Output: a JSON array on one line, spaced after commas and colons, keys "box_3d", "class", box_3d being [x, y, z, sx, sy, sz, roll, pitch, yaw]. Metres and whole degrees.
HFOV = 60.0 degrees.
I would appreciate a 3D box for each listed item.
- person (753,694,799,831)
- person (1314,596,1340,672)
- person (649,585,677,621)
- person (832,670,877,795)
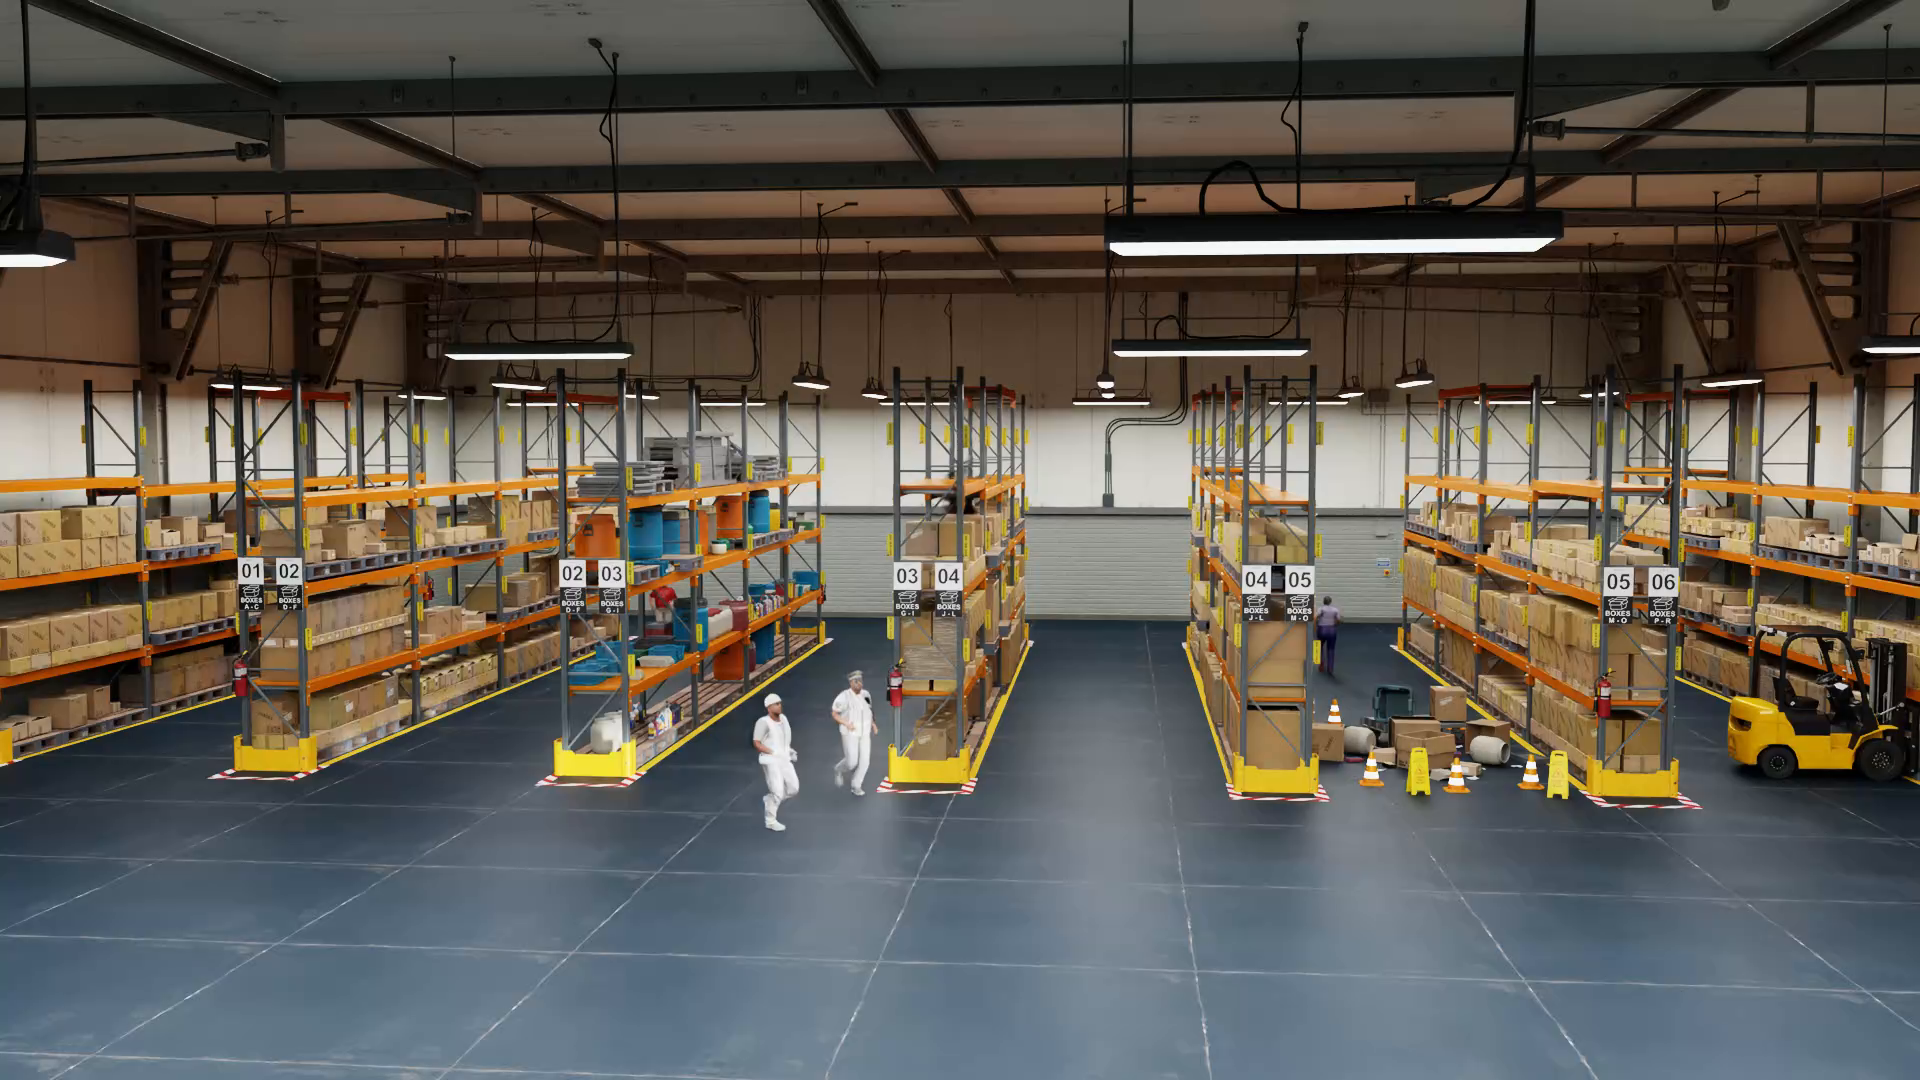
[{"box_3d": [-2.333, 2.821, 21.159, 0.595, 1.737, 0.683, 2, 4, 33], "class": "person"}, {"box_3d": [7.766, 2.002, 35.343, 0.626, 1.644, 0.637, 0, 4, 1], "class": "person"}, {"box_3d": [-7.014, 1.709, 39.274, 0.651, 1.685, 0.646, -1, 4, -10], "class": "person"}, {"box_3d": [-1.482, 2.683, 23.325, 0.656, 1.738, 0.623, -2, 4, -34], "class": "person"}]
